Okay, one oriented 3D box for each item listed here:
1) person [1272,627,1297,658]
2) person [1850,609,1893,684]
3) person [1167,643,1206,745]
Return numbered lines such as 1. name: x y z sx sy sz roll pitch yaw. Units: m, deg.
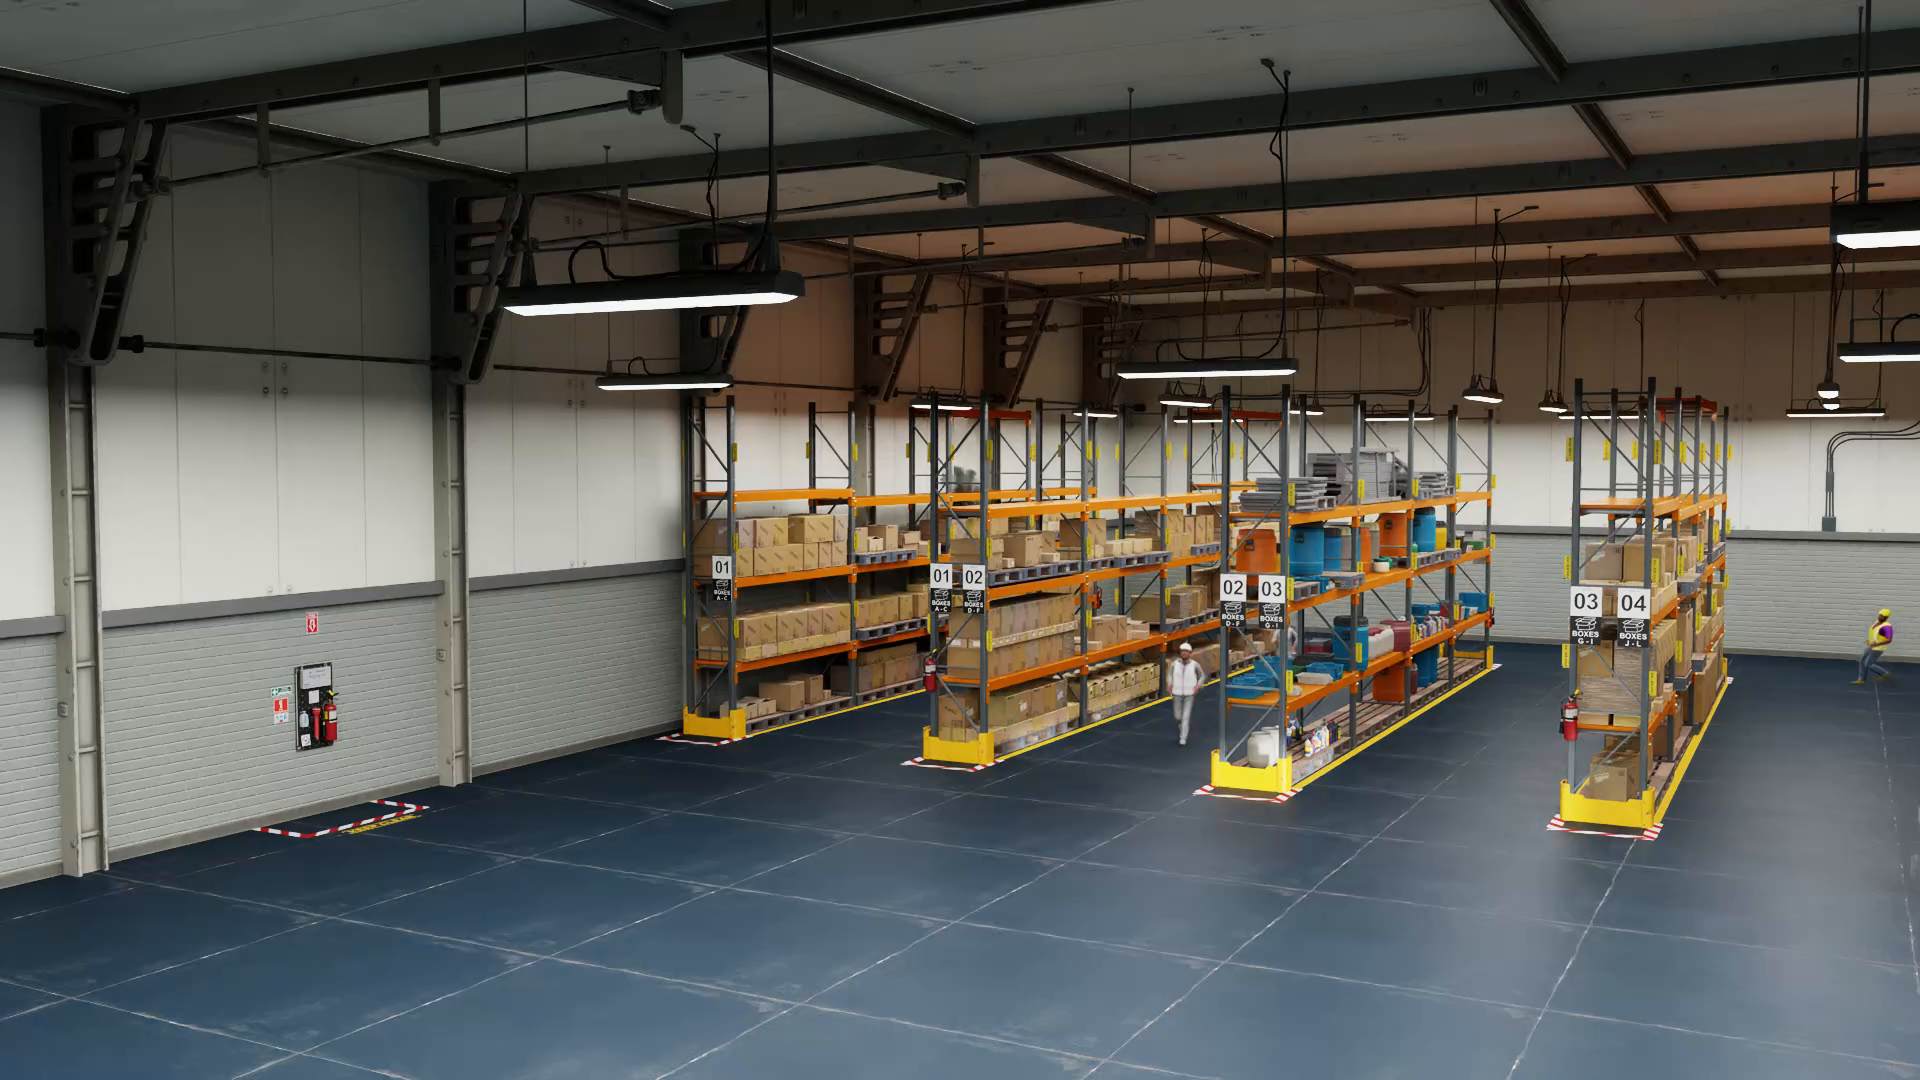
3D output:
1. person: 6.709 2.387 34.394 0.516 1.636 0.685 1 3 23
2. person: 19.533 2.299 35.558 0.676 1.686 0.771 1 3 11
3. person: 3.890 2.642 28.656 0.676 1.731 0.712 1 3 18
